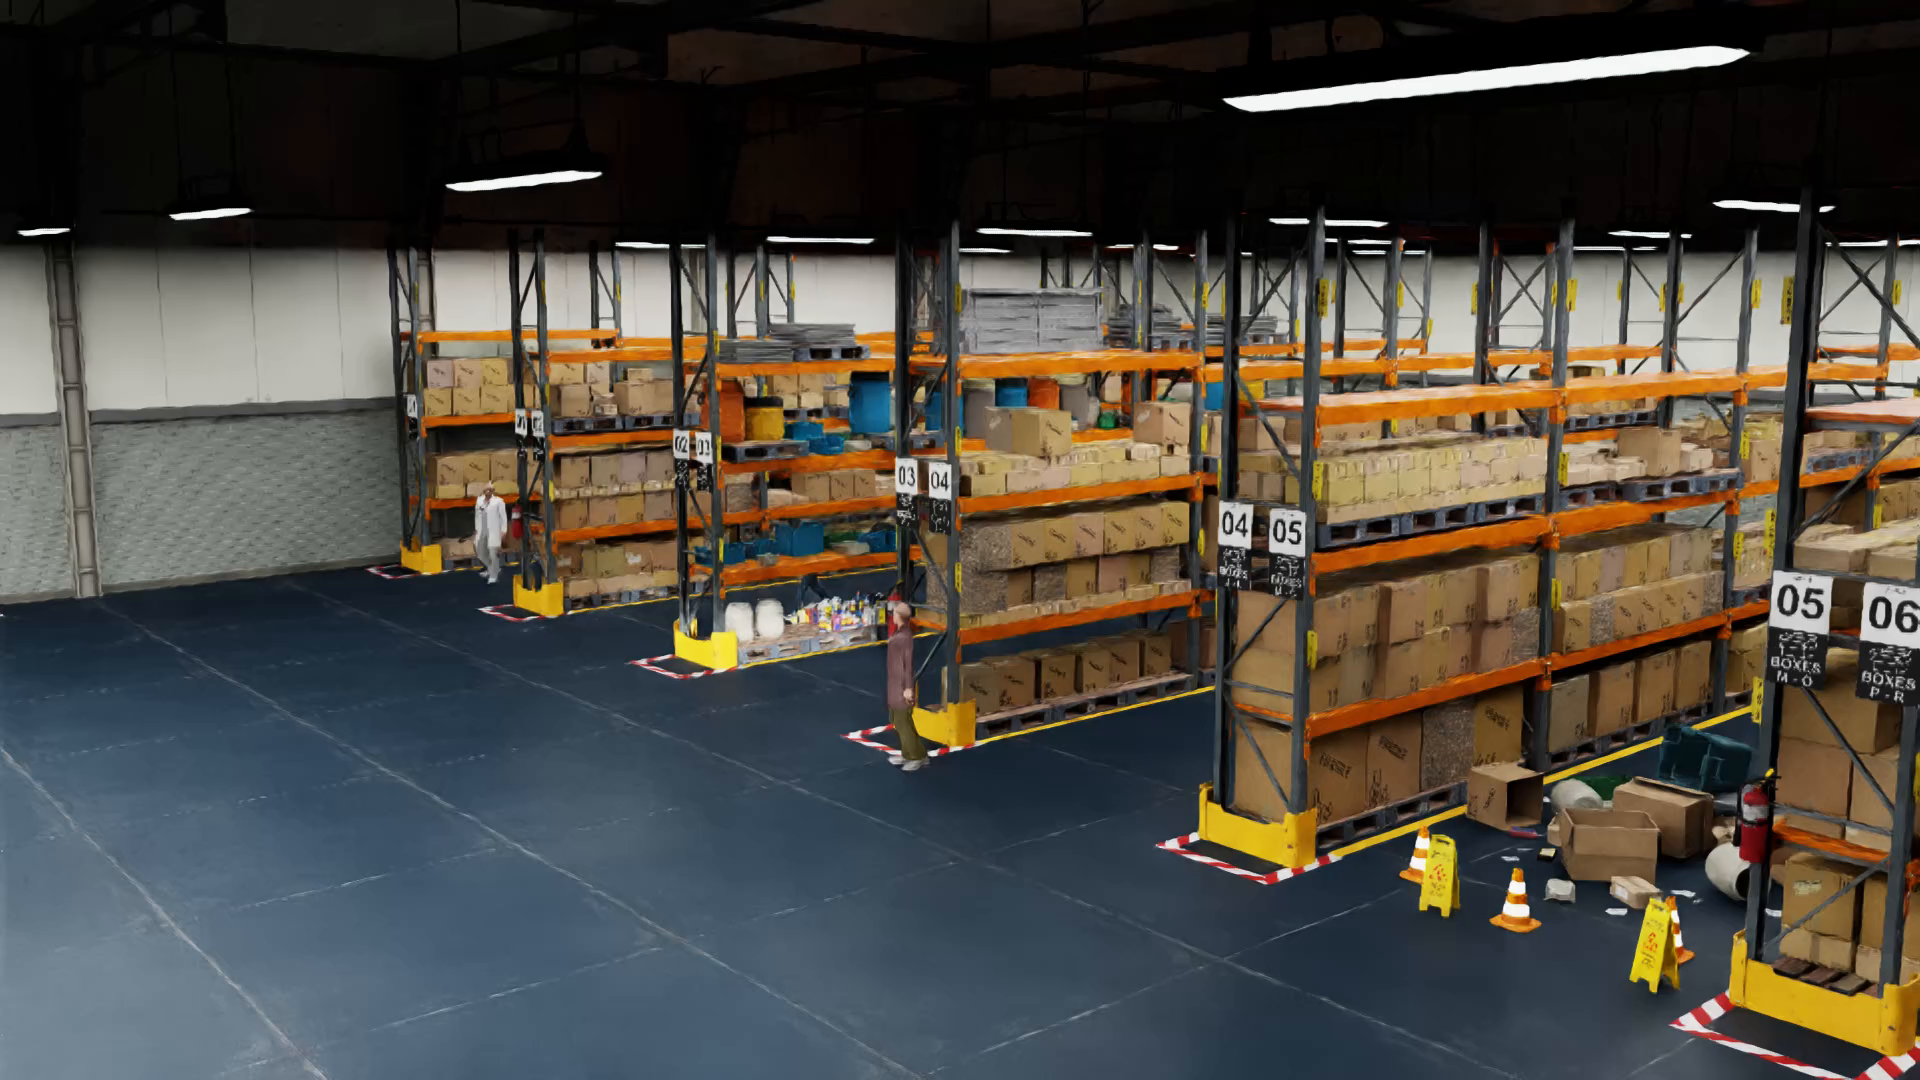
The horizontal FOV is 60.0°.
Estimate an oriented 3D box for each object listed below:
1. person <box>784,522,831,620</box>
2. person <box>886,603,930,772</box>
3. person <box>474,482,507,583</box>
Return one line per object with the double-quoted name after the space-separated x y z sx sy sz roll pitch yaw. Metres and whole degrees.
-2.376 0.451 25.787 1.038 1.515 0.417 -7 11 -37 "person"
-0.556 1.566 17.838 0.465 1.771 0.695 0 9 2 "person"
-8.149 -0.149 28.969 0.617 1.768 0.604 2 9 15 "person"
